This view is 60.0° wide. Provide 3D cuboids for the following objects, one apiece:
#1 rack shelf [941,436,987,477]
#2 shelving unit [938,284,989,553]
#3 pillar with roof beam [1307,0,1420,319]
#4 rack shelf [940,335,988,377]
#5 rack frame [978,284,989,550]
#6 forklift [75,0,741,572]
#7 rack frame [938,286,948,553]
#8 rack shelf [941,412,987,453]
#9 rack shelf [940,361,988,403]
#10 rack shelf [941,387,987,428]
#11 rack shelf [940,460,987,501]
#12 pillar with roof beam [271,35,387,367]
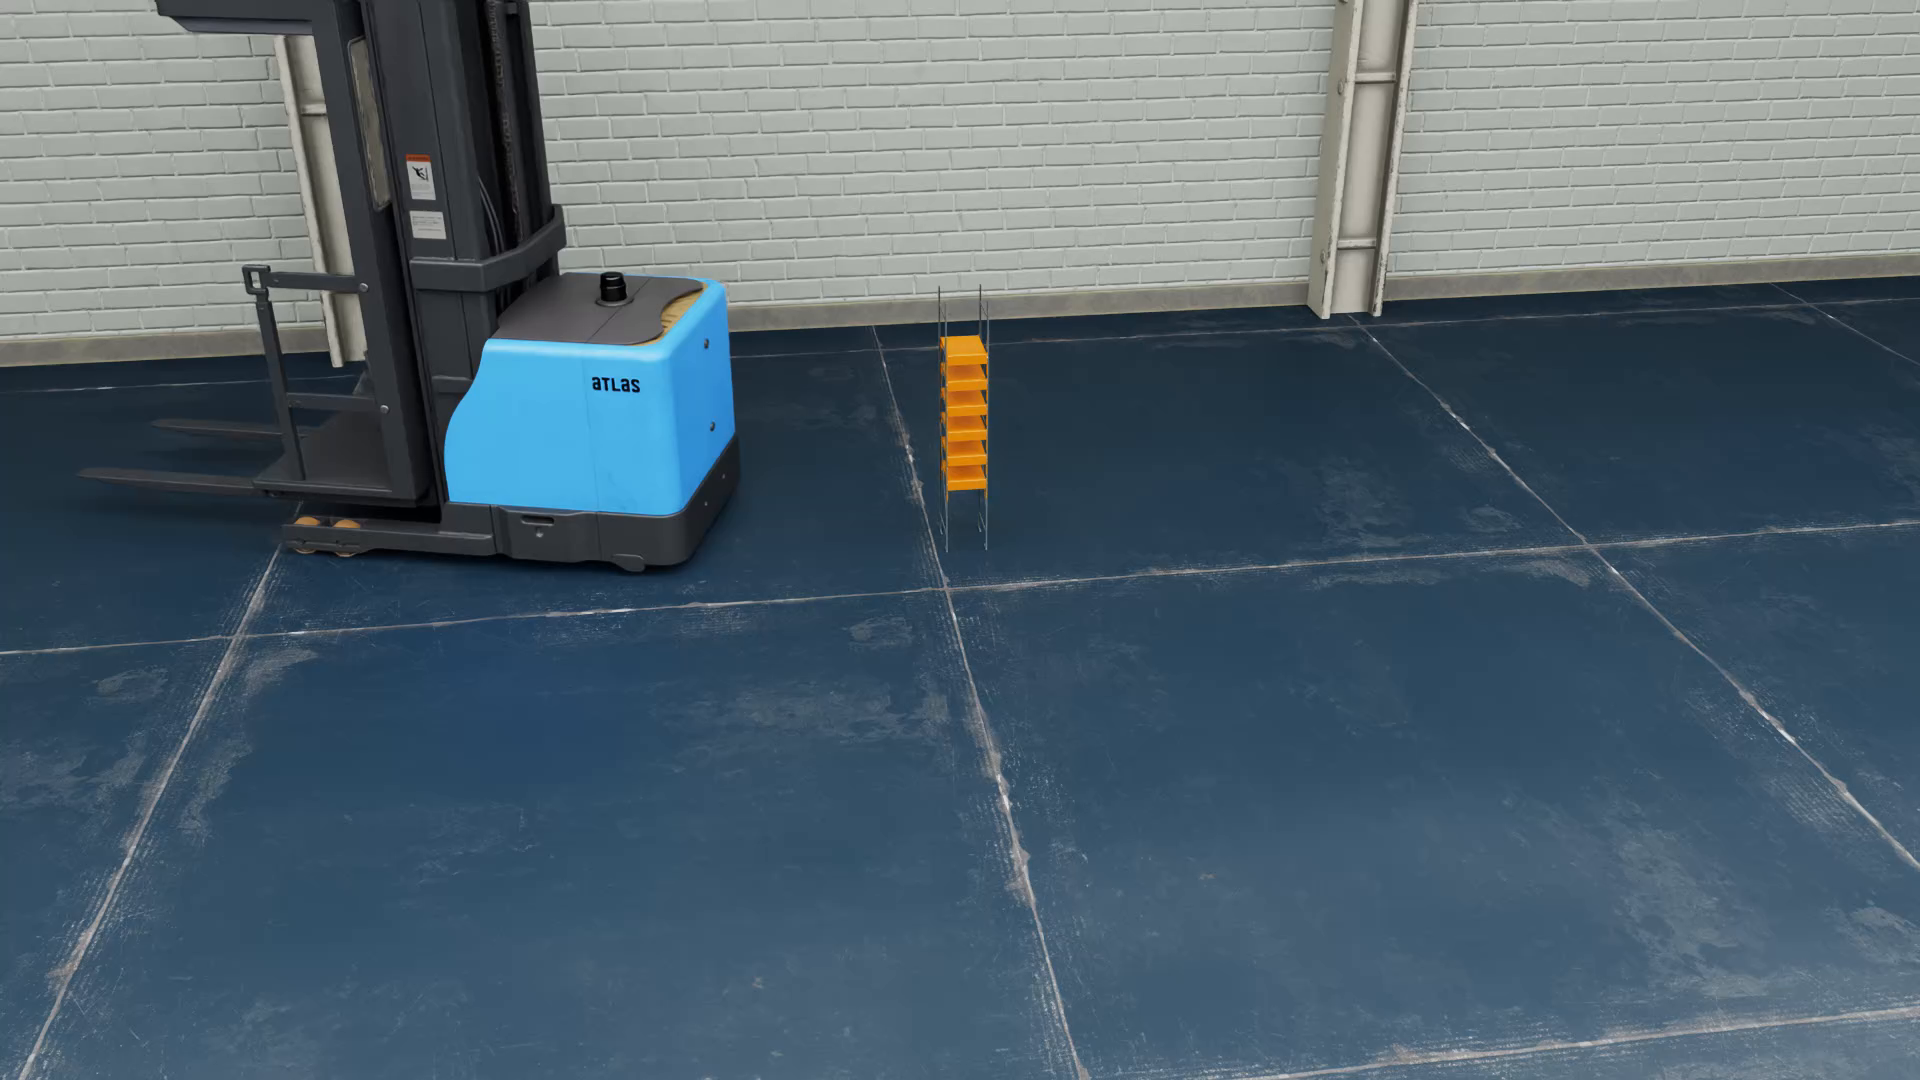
[{"bbox_3d":[0.014,-0.388,7.553,0.180,0.103,0.258,-4,27,-7],"label":"rack shelf"},{"bbox_3d":[0.014,-0.535,7.478,0.189,1.200,0.258,-4,27,-7],"label":"shelving unit"},{"bbox_3d":[3.048,-3.532,4.776,0.400,9.000,9.100,-4,27,-7],"label":"pillar with roof beam"},{"bbox_3d":[0.014,-0.816,7.334,0.180,0.103,0.258,-4,27,-7],"label":"rack shelf"},{"bbox_3d":[0.105,-0.541,7.489,0.006,1.200,0.240,-4,27,-7],"label":"rack frame"},{"bbox_3d":[-2.642,-1.460,7.384,3.031,2.935,1.130,4,27,8],"label":"forklift"},{"bbox_3d":[-0.076,-0.529,7.467,0.006,1.200,0.240,-4,27,-7],"label":"rack frame"},{"bbox_3d":[0.014,-0.495,7.498,0.180,0.103,0.258,-4,27,-7],"label":"rack shelf"},{"bbox_3d":[0.014,-0.709,7.389,0.180,0.103,0.258,-4,27,-7],"label":"rack shelf"},{"bbox_3d":[0.014,-0.602,7.443,0.180,0.103,0.258,-4,27,-7],"label":"rack shelf"},{"bbox_3d":[0.014,-0.282,7.608,0.180,0.103,0.258,-4,27,-7],"label":"rack shelf"},{"bbox_3d":[-2.894,-3.150,4.032,0.400,9.000,9.100,-4,27,-7],"label":"pillar with roof beam"}]
